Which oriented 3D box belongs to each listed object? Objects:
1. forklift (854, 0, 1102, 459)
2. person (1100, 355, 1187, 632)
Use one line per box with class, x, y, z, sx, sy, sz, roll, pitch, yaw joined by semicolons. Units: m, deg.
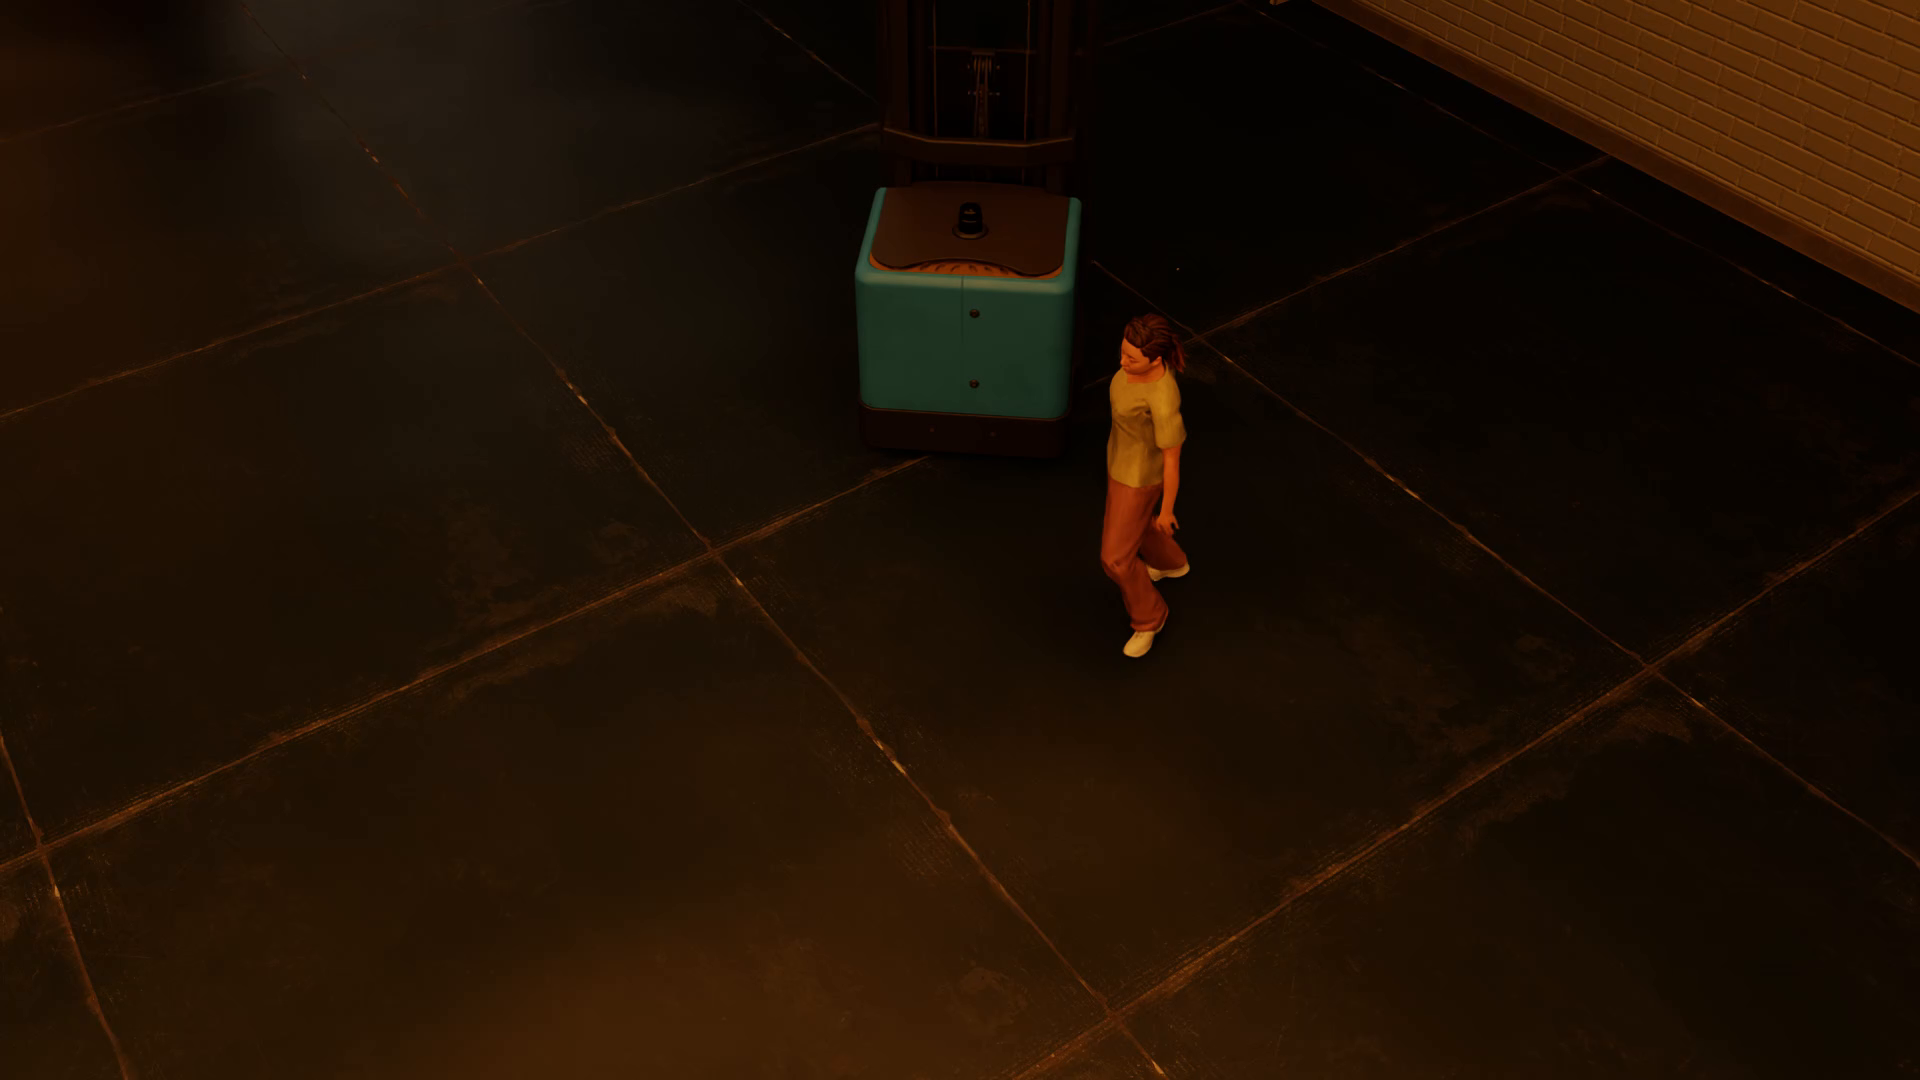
forklift;0.161;-2.476;8.402;1.130;2.935;3.031;4;43;4
person;0.818;-0.244;7.099;0.456;1.328;0.575;-1;43;-2
